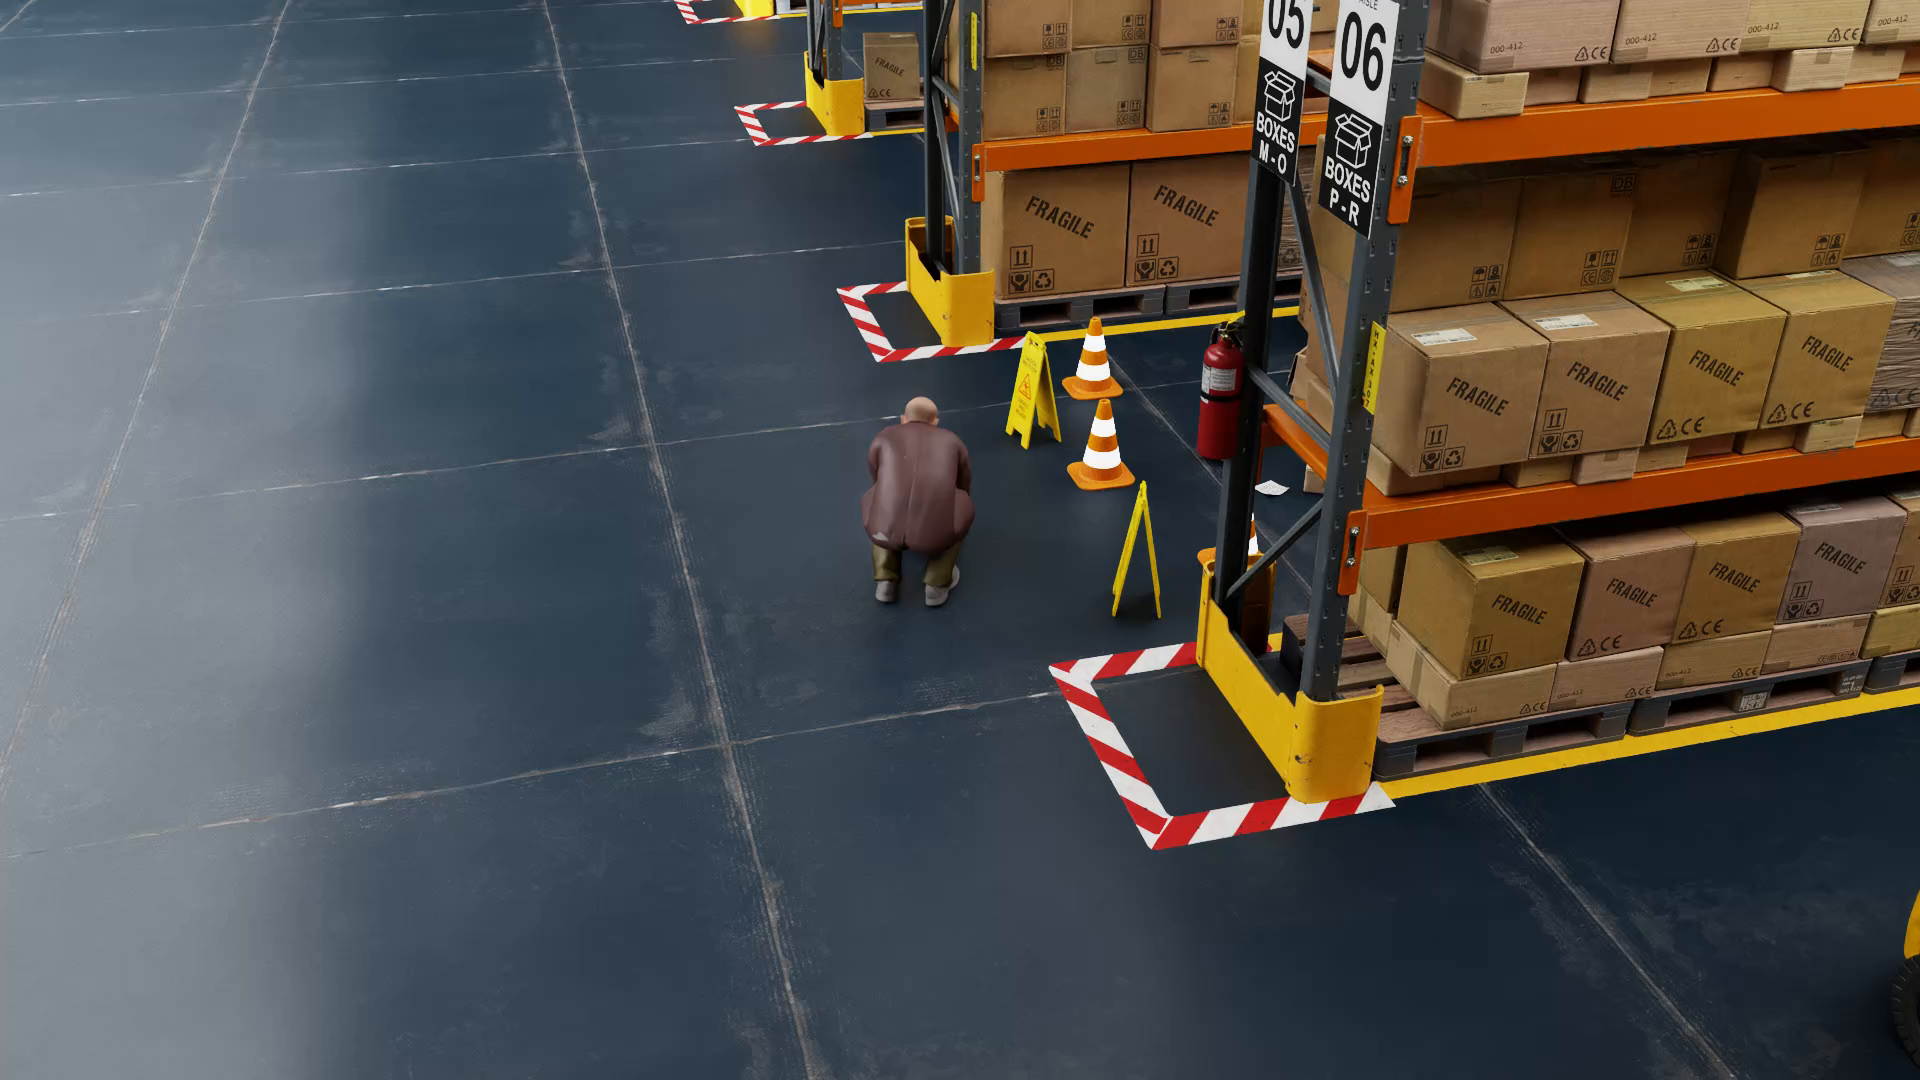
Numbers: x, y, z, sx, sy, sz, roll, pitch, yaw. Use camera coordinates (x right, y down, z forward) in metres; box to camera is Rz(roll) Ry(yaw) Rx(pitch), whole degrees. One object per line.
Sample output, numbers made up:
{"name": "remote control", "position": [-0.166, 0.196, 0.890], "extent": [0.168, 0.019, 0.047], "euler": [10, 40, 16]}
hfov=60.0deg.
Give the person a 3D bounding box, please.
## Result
{"name": "person", "position": [-0.226, -0.559, 7.948], "extent": [0.530, 1.770, 0.563], "euler": [5, 30, 9]}
